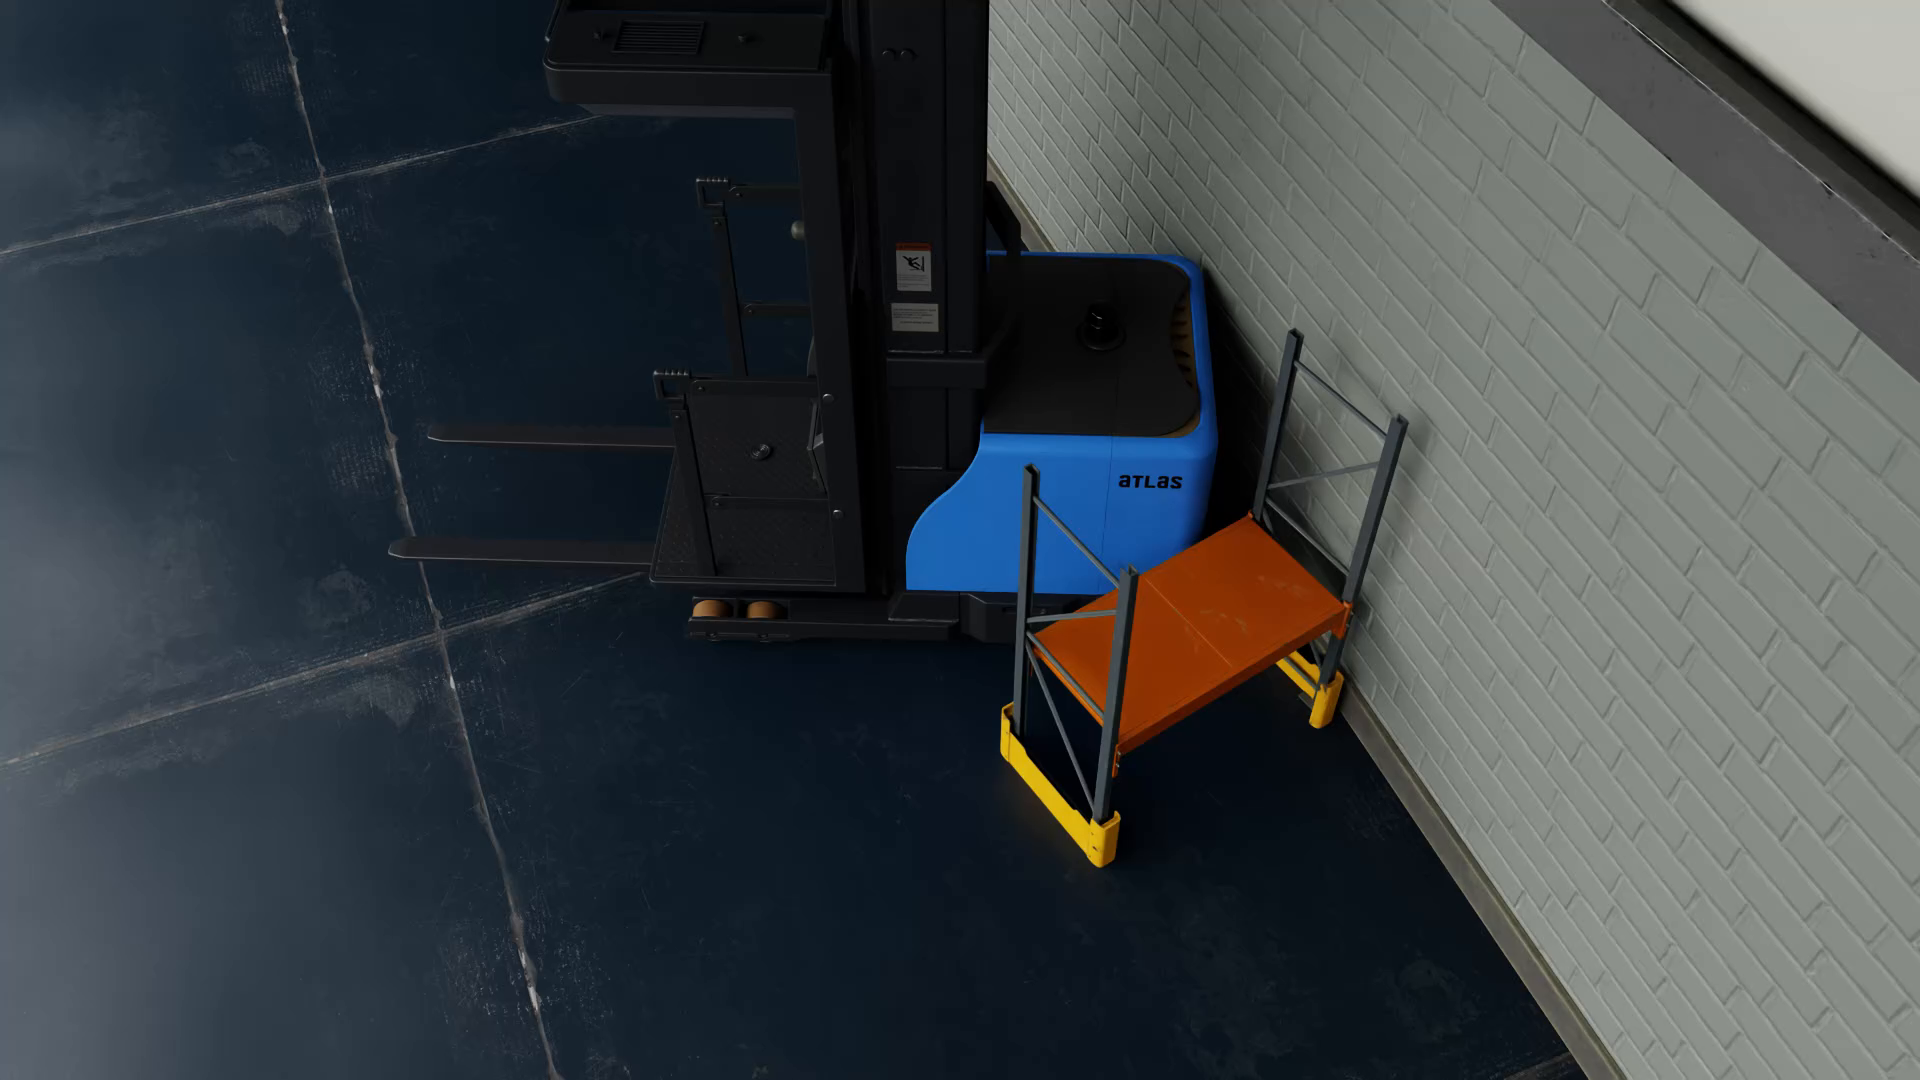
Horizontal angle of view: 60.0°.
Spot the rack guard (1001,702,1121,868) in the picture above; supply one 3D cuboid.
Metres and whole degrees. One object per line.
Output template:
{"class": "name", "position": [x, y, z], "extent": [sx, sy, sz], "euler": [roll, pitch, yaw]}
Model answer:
{"class": "rack guard", "position": [0.337, 0.834, 5.710], "extent": [0.087, 0.250, 0.587], "euler": [-28, 55, -22]}

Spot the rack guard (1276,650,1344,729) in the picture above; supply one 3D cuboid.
{"class": "rack guard", "position": [1.157, 0.405, 6.078], "extent": [0.087, 0.250, 0.587], "euler": [-28, 55, -22]}

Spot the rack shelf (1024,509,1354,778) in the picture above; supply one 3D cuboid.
{"class": "rack shelf", "position": [0.755, 0.326, 5.560], "extent": [1.000, 0.185, 0.538], "euler": [-28, 55, -22]}

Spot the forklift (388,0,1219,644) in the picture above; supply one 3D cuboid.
{"class": "forklift", "position": [-0.629, -0.971, 5.493], "extent": [3.031, 2.935, 1.130], "euler": [1, 49, 1]}

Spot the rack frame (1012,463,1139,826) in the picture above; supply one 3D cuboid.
{"class": "rack frame", "position": [0.336, 0.427, 5.235], "extent": [0.032, 1.500, 0.500], "euler": [-28, 55, -22]}

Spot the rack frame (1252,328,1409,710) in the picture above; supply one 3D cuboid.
{"class": "rack frame", "position": [1.173, -0.010, 5.611], "extent": [0.032, 1.500, 0.500], "euler": [-28, 55, -22]}

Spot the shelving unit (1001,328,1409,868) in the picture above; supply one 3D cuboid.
{"class": "shelving unit", "position": [0.747, 0.212, 5.420], "extent": [1.083, 1.500, 0.587], "euler": [-28, 55, -22]}
